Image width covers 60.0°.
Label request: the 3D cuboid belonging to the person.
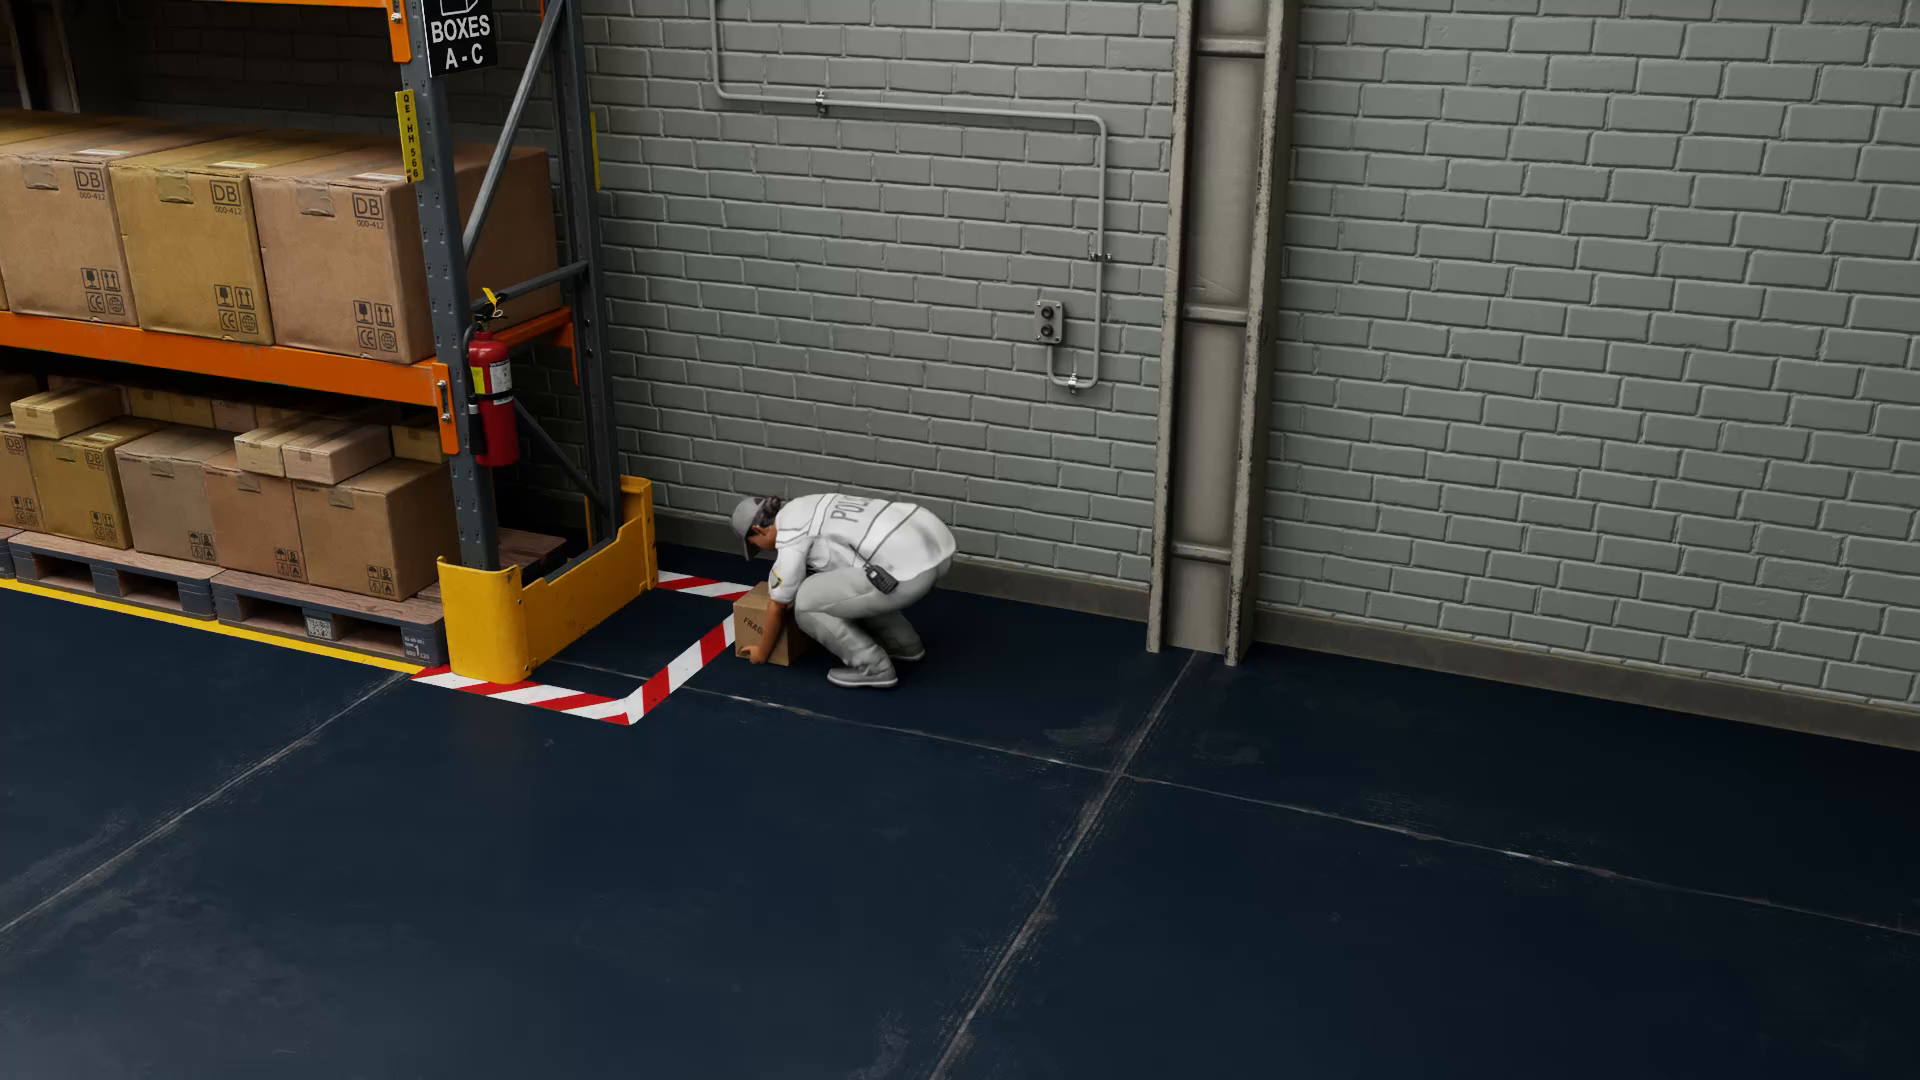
[{"bbox_3d":[-0.492,0.187,6.870,0.935,0.754,0.508,8,24,19],"label":"person"}]
